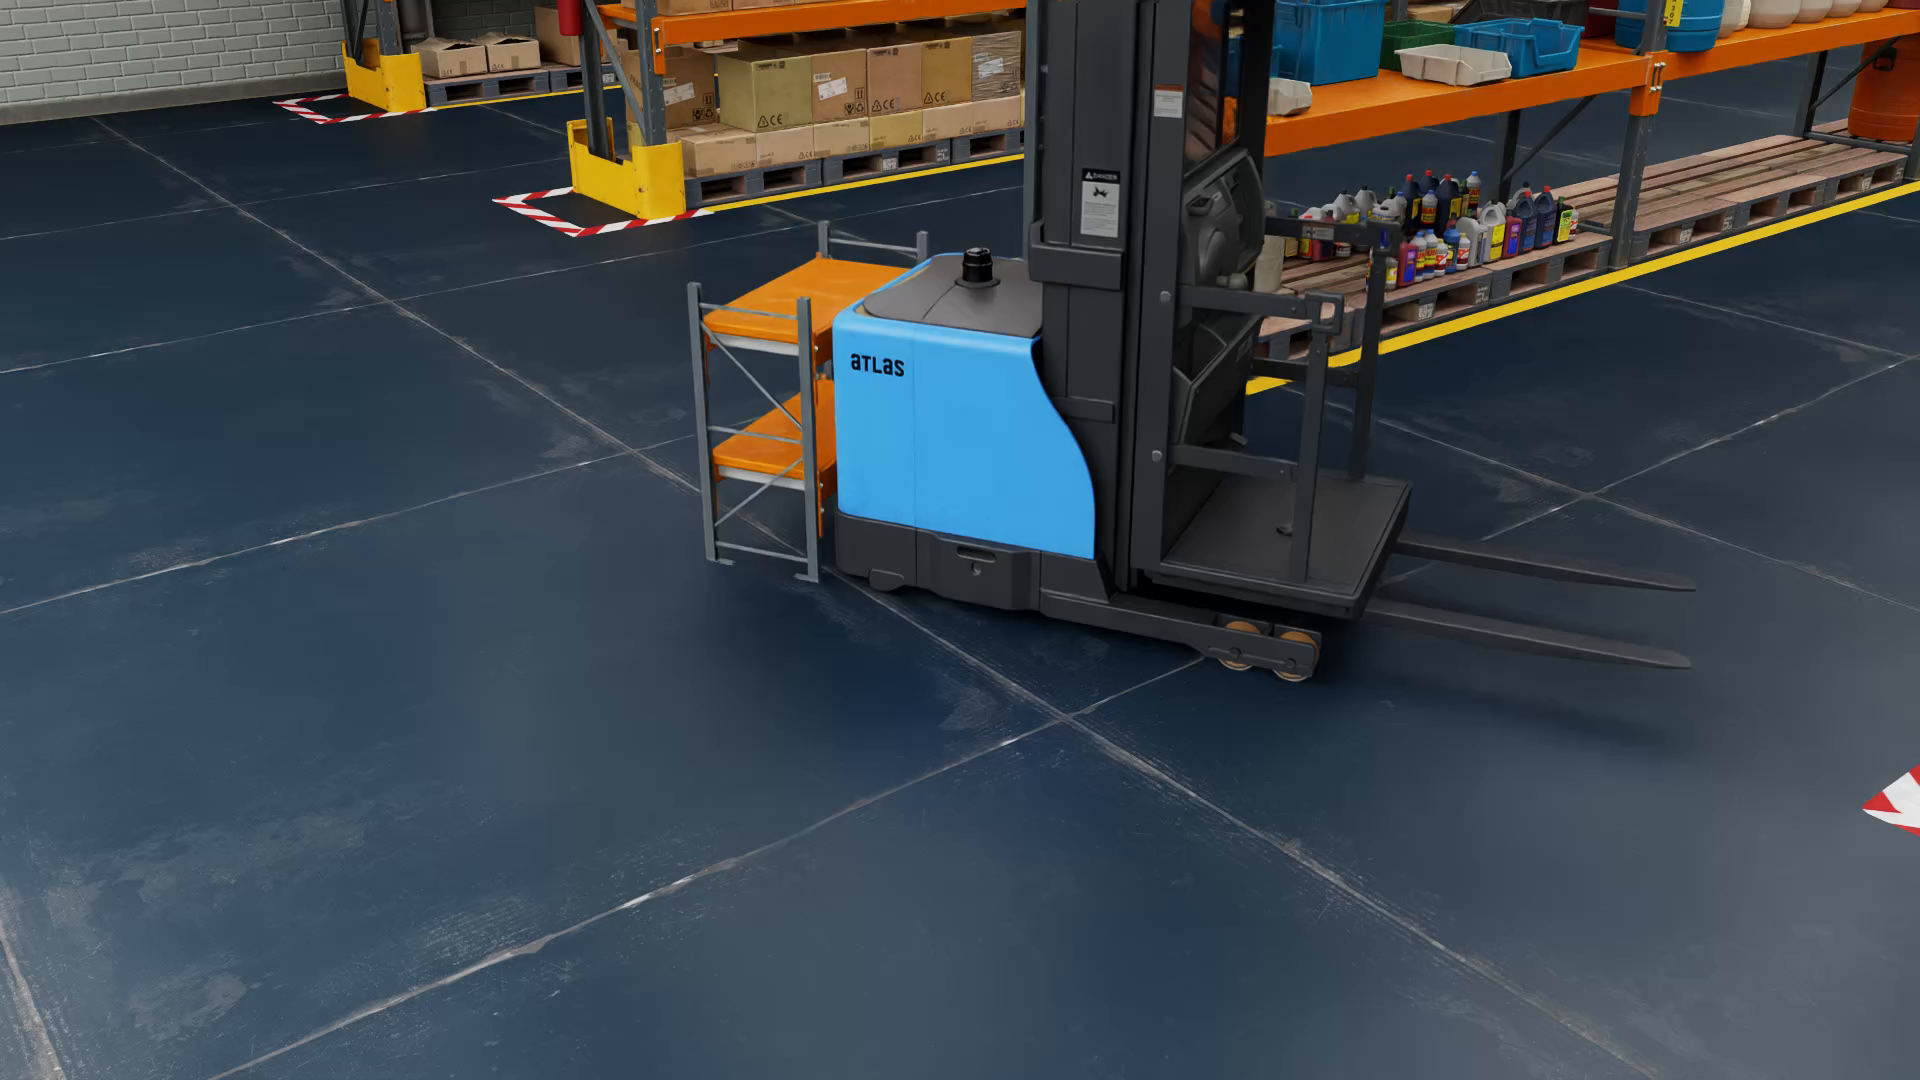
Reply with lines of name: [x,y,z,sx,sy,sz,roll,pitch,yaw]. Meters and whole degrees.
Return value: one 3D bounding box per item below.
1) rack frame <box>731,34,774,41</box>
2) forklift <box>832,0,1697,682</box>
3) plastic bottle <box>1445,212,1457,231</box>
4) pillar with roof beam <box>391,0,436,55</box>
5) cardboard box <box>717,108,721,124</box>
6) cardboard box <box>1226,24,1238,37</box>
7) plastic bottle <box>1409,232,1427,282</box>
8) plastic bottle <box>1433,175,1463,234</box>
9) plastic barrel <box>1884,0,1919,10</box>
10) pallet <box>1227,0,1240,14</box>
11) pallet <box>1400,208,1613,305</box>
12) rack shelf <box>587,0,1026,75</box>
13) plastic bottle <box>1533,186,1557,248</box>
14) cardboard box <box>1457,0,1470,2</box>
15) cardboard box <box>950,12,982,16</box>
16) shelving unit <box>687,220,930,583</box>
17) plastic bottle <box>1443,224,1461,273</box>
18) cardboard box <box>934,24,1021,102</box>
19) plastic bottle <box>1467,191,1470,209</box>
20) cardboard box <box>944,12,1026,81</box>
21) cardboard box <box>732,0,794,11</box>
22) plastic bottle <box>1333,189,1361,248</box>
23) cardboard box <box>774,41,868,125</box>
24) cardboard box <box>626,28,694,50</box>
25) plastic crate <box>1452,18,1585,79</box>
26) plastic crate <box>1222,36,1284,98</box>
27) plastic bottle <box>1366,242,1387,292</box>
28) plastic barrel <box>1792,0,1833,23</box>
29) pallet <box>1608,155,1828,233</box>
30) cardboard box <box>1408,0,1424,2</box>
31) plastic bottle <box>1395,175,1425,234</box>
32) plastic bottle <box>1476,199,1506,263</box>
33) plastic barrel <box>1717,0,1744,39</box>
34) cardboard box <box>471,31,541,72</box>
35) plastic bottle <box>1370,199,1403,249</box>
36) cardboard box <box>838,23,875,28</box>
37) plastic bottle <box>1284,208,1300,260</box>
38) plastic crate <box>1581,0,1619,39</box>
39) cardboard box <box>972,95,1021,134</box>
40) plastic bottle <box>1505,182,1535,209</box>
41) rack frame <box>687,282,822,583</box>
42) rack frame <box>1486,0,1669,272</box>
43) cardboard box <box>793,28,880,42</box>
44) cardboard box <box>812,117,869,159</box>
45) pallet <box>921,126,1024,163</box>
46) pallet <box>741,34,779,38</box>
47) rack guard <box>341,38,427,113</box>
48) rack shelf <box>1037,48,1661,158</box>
rack frame: [-2.290,-6.494,17.179,0.127,3.000,1.000,-18,31,-34]
forklift: [1.089,-1.099,5.637,3.031,2.935,1.130,10,27,21]
plastic bottle: [2.892,-1.777,9.720,0.133,0.283,0.061,-18,31,-34]
pillar with roof beam: [-2.765,-7.218,11.614,0.400,9.000,9.100,-18,31,-34]
cardboard box: [-1.753,-3.129,12.696,0.500,0.250,0.500,-18,31,-34]
cardboard box: [2.457,-4.476,14.933,0.500,0.311,0.500,-17,30,-33]
plastic bottle: [2.564,-1.592,9.335,0.097,0.271,0.097,0,25,0]
plastic bottle: [3.021,-2.090,10.314,0.185,0.351,0.144,-18,31,-34]
plastic barrel: [6.792,-4.092,11.842,0.708,0.536,0.600,-18,31,-34]
pallet: [3.444,-7.082,21.758,1.213,0.211,1.003,-18,31,-34]
pallet: [3.269,-1.786,10.348,1.213,0.211,1.003,-18,31,-34]
rack shelf: [-0.805,-4.008,12.677,4.000,0.370,1.077,-18,31,-34]
plastic bottle: [3.494,-1.947,10.006,0.185,0.351,0.144,-19,31,-35]
cardboard box: [5.258,-5.249,16.943,0.500,0.500,0.500,-19,31,-35]
cardboard box: [-0.154,-6.299,19.206,0.500,0.500,0.700,-18,31,-34]
shelving unit: [-0.563,-0.589,6.683,0.538,1.125,1.048,10,27,21]
plastic bottle: [2.802,-1.670,9.504,0.097,0.271,0.097,0,25,0]
cardboard box: [0.139,-3.818,13.291,0.500,0.500,0.500,-18,31,-34]
plastic bottle: [3.222,-2.178,10.682,0.097,0.201,0.097,0,25,0]
cardboard box: [0.211,-4.120,13.942,0.500,0.500,0.500,-18,31,-34]
cardboard box: [-1.593,-4.115,11.935,0.500,0.500,0.700,-17,30,-33]
plastic bottle: [2.302,-1.930,9.969,0.185,0.351,0.144,-17,30,-32]
cardboard box: [-1.041,-3.428,12.451,0.500,0.500,0.500,-18,31,-34]
cardboard box: [-3.082,-5.277,17.003,0.500,0.500,0.500,-21,32,-38]
plastic crate: [3.119,-2.767,9.326,0.616,0.251,0.499,-18,31,-34]
plastic crate: [1.399,-2.501,8.753,0.408,0.251,0.499,-18,31,-34]
plastic bottle: [2.294,-1.503,9.143,0.097,0.271,0.097,0,25,0]
plastic barrel: [5.629,-3.752,11.111,0.433,0.535,0.433,0,25,0]
pallet: [5.378,-2.483,11.849,1.213,0.211,1.003,-18,31,-34]
cardboard box: [4.550,-5.635,16.886,0.500,0.250,0.500,-17,30,-32]
plastic bottle: [2.783,-2.089,10.311,0.185,0.351,0.144,-20,31,-36]
plastic bottle: [3.089,-1.813,9.718,0.185,0.351,0.144,-18,31,-34]
plastic barrel: [4.711,-3.449,10.458,0.433,0.535,0.433,0,25,0]
cardboard box: [-4.389,-4.733,16.056,0.500,0.311,0.500,-15,29,-30]
plastic bottle: [2.560,-1.902,9.998,0.135,0.276,0.152,-18,31,-34]
cardboard box: [-1.346,-5.907,18.362,0.500,0.500,0.700,-19,31,-35]
plastic bottle: [1.931,-1.799,9.767,0.133,0.283,0.061,-17,30,-33]
plastic crate: [4.015,-3.468,10.584,0.583,0.464,0.402,-18,31,-34]
cardboard box: [0.140,-3.478,13.447,0.500,0.250,0.500,-18,31,-34]
plastic bottle: [3.405,-1.995,10.109,0.185,0.351,0.144,-18,31,-34]
rack frame: [-0.768,-0.393,6.261,0.500,1.125,0.032,10,27,21]
rack frame: [3.823,-3.212,10.108,0.127,3.000,1.000,-18,31,-34]
cardboard box: [-0.968,-3.730,13.101,0.500,0.500,0.500,-18,31,-34]
cardboard box: [-1.034,-3.084,12.600,0.500,0.250,0.500,-18,31,-34]
pallet: [0.118,-3.396,13.817,1.213,0.211,1.003,-18,31,-34]
pallet: [-1.679,-5.432,18.203,1.213,0.211,1.003,-18,31,-34]
rack guard: [-5.378,-4.341,15.509,0.348,0.500,1.175,-18,31,-34]
rack shelf: [2.249,-2.366,9.140,4.000,0.370,1.077,-18,31,-34]
